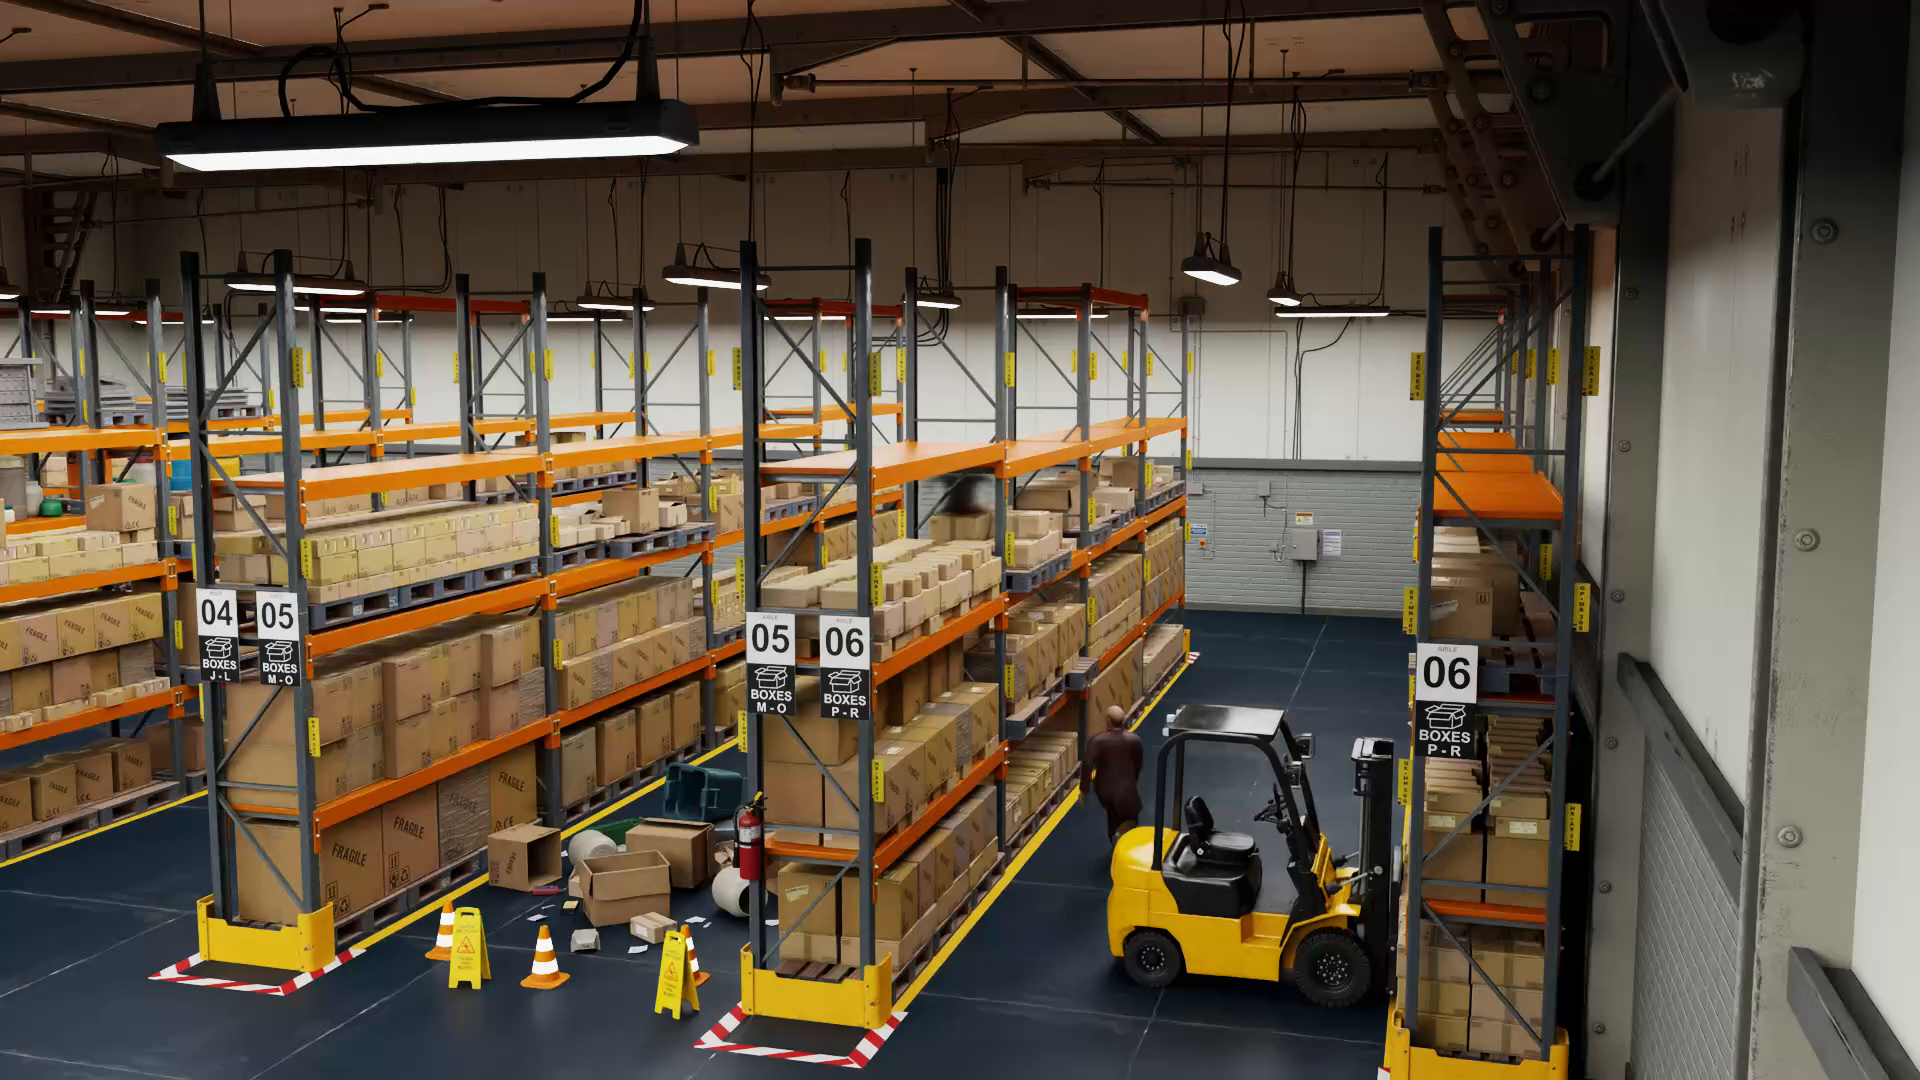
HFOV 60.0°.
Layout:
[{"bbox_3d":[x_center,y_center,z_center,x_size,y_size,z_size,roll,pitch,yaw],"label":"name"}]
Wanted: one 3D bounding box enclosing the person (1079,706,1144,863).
[{"bbox_3d":[1.552,2.462,16.877,0.633,1.636,0.941,2,7,14],"label":"person"}]
